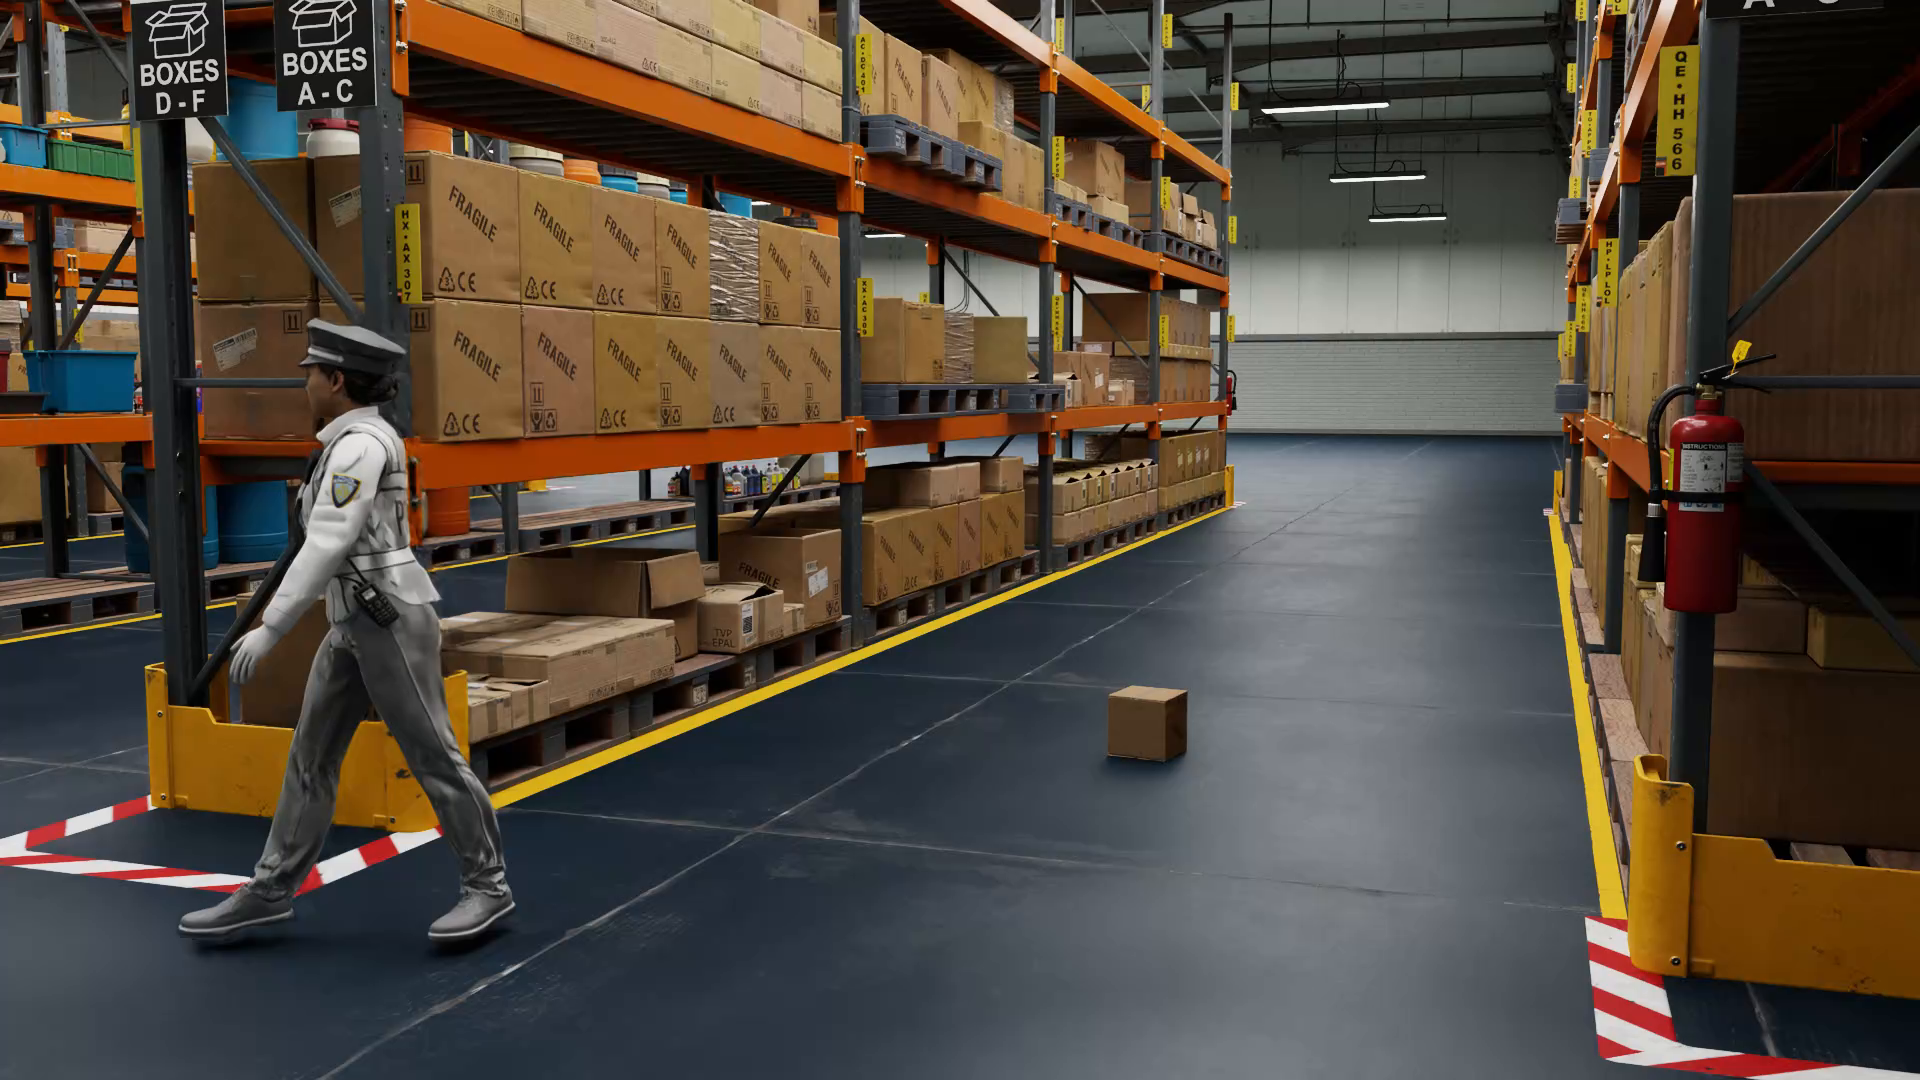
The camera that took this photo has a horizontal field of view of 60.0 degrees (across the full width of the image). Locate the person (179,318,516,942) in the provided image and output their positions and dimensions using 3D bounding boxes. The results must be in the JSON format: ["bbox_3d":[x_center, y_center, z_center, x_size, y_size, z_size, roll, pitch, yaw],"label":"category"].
[{"bbox_3d":[-1.650,0.236,4.431,0.847,1.647,0.530,-2,6,-25],"label":"person"}]
